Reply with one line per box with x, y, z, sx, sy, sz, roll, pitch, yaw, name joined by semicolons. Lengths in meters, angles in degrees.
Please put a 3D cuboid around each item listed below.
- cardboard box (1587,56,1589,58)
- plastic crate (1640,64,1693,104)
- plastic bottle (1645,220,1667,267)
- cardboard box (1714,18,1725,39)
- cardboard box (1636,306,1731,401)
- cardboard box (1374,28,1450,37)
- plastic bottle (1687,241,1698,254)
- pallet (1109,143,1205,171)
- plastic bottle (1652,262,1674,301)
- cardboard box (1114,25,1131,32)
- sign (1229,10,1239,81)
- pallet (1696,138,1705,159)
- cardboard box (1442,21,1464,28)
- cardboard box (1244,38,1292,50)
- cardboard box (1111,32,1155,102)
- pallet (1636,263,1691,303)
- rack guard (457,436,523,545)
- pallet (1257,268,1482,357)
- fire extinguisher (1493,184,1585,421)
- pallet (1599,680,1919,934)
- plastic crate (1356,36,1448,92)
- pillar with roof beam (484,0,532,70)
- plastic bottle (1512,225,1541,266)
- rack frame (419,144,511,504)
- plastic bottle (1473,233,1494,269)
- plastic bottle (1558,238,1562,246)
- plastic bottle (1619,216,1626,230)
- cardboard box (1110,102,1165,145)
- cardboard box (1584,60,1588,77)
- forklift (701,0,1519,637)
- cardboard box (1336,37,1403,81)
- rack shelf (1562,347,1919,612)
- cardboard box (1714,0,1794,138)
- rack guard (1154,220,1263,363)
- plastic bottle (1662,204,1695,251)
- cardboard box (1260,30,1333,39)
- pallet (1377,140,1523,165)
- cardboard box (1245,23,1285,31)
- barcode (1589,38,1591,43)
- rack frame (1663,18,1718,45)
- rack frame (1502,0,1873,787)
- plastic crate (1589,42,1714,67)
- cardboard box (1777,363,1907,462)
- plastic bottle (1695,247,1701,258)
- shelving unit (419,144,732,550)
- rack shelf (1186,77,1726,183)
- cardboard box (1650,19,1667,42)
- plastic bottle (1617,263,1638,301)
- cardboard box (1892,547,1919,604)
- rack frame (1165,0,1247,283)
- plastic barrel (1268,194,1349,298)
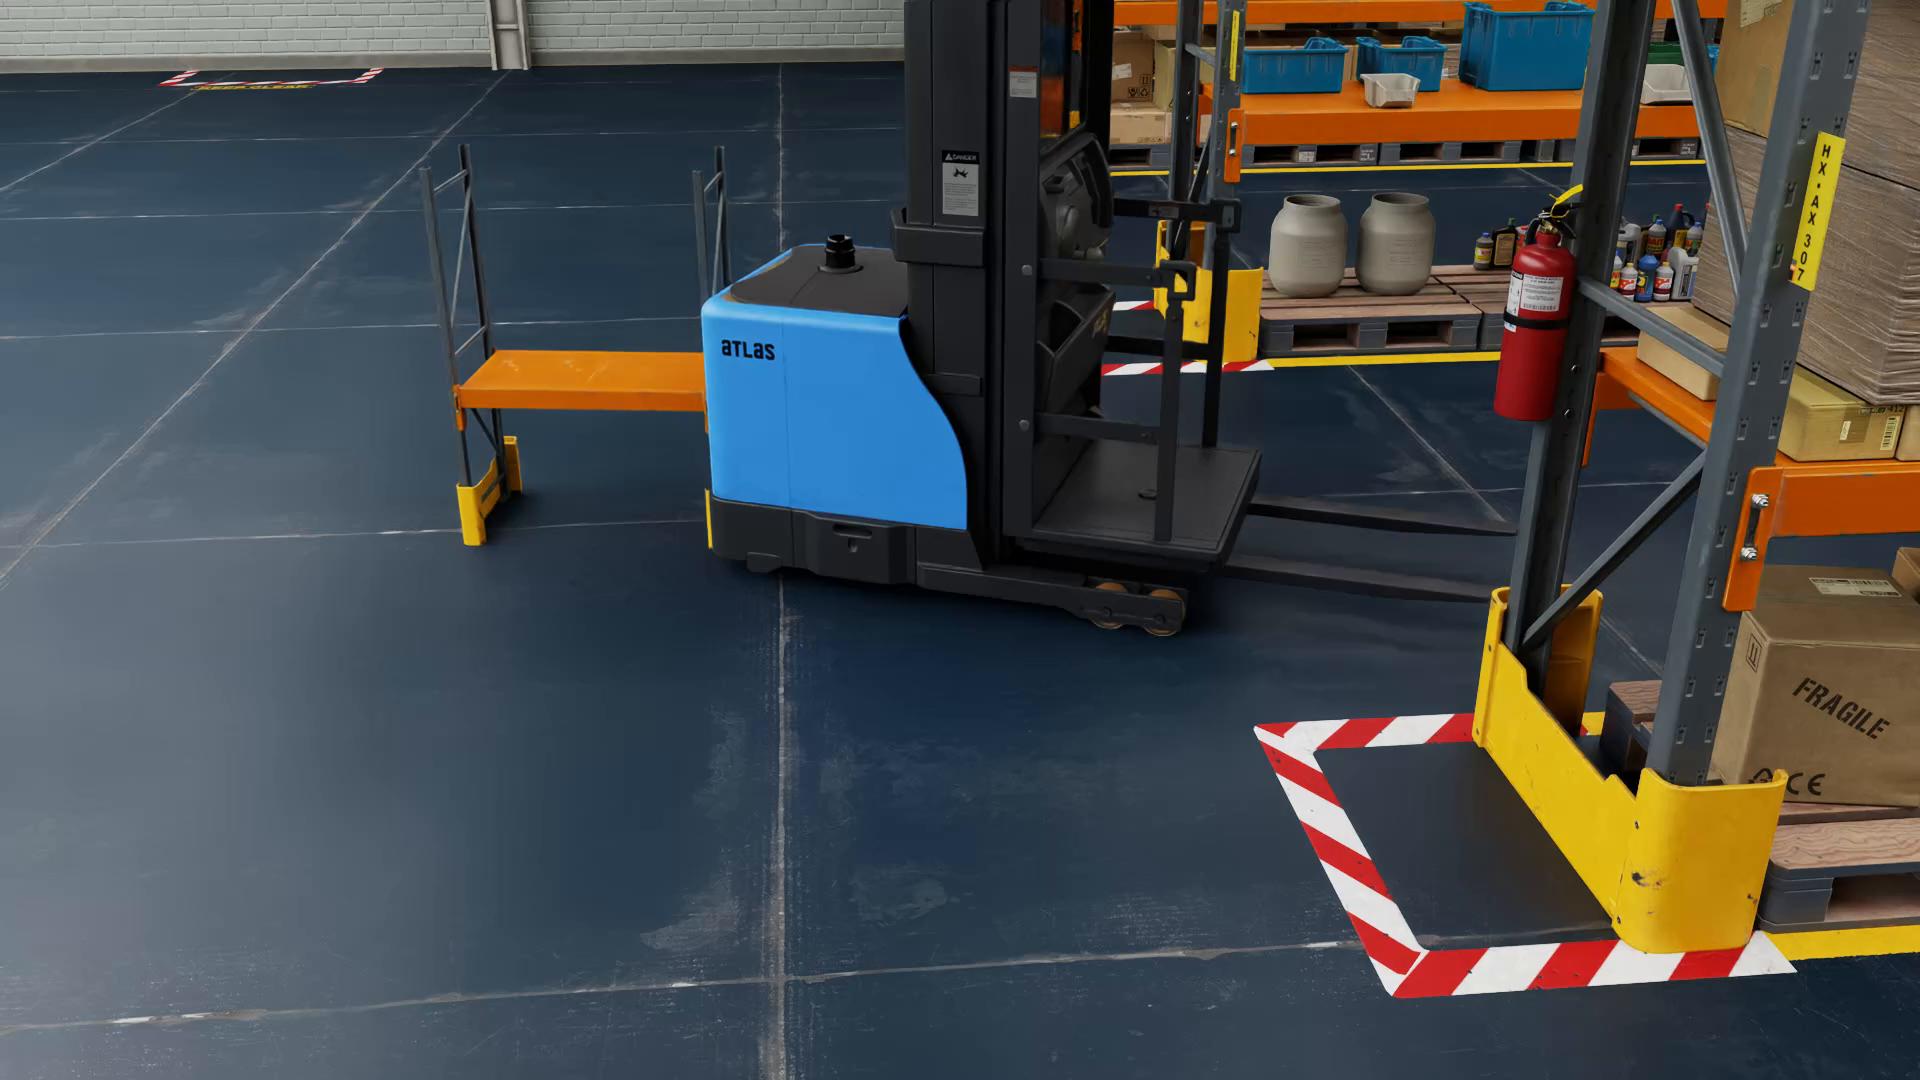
5.692;-4.042;14.329;0.500;0.311;0.500;-2;24;-4;cardboard box
3.692;-2.405;8.793;0.437;0.136;0.530;-2;24;-5;plastic crate
4.109;-1.754;9.821;0.097;0.271;0.097;0;24;0;plastic bottle
9.035;-6.043;18.782;0.750;0.750;0.750;-3;24;-6;cardboard box
2.053;-0.511;4.516;0.250;0.149;0.380;-2;24;-5;cardboard box
3.811;-4.058;14.132;0.500;0.500;0.500;-2;24;-5;cardboard box
4.123;-1.530;9.303;0.133;0.283;0.061;-2;24;-5;plastic bottle
1.576;-3.309;13.934;1.213;0.211;1.003;-2;24;-5;pallet
3.881;-1.432;9.182;0.097;0.201;0.097;0;24;0;plastic bottle
1.594;-5.524;18.254;0.500;0.311;0.500;0;24;-1;cardboard box
1.352;-2.437;8.199;0.005;0.325;0.100;-2;24;-5;sign
6.746;-3.516;14.401;1.213;0.211;1.003;-2;24;-5;pallet
5.550;-5.833;18.716;0.500;0.500;0.700;-3;24;-6;cardboard box
2.369;-3.791;13.531;0.500;0.500;0.500;-2;24;-5;cardboard box
1.324;-3.955;13.901;0.500;0.500;0.500;-2;24;-5;cardboard box
4.611;-1.409;9.659;1.213;0.211;1.003;-2;24;-5;pallet
-1.951;-0.212;6.920;0.087;0.250;0.587;1;24;2;rack guard
2.183;-1.311;9.440;1.213;0.211;1.003;-2;24;-5;pallet
1.630;-0.678;4.677;0.183;0.674;0.296;-2;24;-5;fire extinguisher
2.677;0.722;4.866;1.213;0.211;1.003;-2;24;-5;pallet
2.418;-2.630;9.157;0.408;0.251;0.499;-2;24;-5;plastic crate
-4.607;-7.677;12.943;0.400;9.000;9.100;-2;24;-5;pillar with roof beam
3.341;-1.739;9.781;0.135;0.276;0.152;-2;24;-5;plastic bottle
-1.971;-0.784;6.667;0.032;1.500;0.500;1;24;2;rack frame
3.087;-1.706;9.799;0.097;0.201;0.097;0;24;0;plastic bottle
3.509;-1.661;9.697;0.097;0.201;0.097;0;24;0;plastic bottle
3.828;-1.794;9.814;0.185;0.351;0.144;-2;24;-6;plastic bottle
1.375;-3.402;13.580;0.500;0.250;0.500;-2;24;-5;cardboard box
5.236;-3.803;13.790;0.500;0.311;0.500;-2;24;-5;cardboard box
0.609;-1.234;5.917;3.031;2.935;1.130;7;25;16;forklift
3.364;-3.830;13.618;0.500;0.500;0.500;-2;24;-5;cardboard box
3.780;-0.282;4.578;4.000;0.370;1.077;-2;24;-5;rack shelf
2.312;-1.292;4.242;0.500;0.500;0.500;-2;24;-5;cardboard box
1.374;-1.413;9.314;0.348;0.500;1.175;-2;24;-5;rack guard
4.251;-1.811;9.852;0.185;0.351;0.144;-3;24;-7;plastic bottle
2.815;-4.021;14.048;0.500;0.500;0.500;-2;24;-5;cardboard box
4.004;-3.406;14.153;1.213;0.211;1.003;-2;24;-5;pallet
3.280;-5.698;18.413;0.500;0.500;0.500;-4;24;-9;cardboard box
5.095;-4.035;13.488;0.075;0.075;0.001;-2;24;-5;barcode
8.290;-6.857;18.484;0.127;3.000;1.000;-2;24;-5;rack frame
1.789;-0.531;4.252;0.127;3.000;1.000;-2;24;-5;rack frame
3.905;-2.656;9.293;0.662;0.188;0.450;-2;24;-5;plastic crate
2.096;-0.331;4.112;0.250;0.149;0.380;-2;24;-5;cardboard box
4.158;-1.521;9.198;0.185;0.351;0.144;-2;24;-5;plastic bottle
-1.454;-0.775;6.646;1.083;1.500;0.587;1;24;2;shelving unit
3.293;-2.284;9.082;4.000;0.370;1.077;-2;24;-5;rack shelf
7.579;-5.866;18.790;0.500;0.500;0.700;-2;24;-4;cardboard box
3.677;-1.424;9.163;0.097;0.201;0.097;0;24;0;plastic bottle
3.004;0.363;4.800;0.500;0.500;0.500;4;24;9;cardboard box
1.303;-2.533;8.756;0.127;3.000;1.000;-2;24;-5;rack frame
1.950;-1.645;9.305;0.421;0.512;0.421;0;24;0;plastic barrel
